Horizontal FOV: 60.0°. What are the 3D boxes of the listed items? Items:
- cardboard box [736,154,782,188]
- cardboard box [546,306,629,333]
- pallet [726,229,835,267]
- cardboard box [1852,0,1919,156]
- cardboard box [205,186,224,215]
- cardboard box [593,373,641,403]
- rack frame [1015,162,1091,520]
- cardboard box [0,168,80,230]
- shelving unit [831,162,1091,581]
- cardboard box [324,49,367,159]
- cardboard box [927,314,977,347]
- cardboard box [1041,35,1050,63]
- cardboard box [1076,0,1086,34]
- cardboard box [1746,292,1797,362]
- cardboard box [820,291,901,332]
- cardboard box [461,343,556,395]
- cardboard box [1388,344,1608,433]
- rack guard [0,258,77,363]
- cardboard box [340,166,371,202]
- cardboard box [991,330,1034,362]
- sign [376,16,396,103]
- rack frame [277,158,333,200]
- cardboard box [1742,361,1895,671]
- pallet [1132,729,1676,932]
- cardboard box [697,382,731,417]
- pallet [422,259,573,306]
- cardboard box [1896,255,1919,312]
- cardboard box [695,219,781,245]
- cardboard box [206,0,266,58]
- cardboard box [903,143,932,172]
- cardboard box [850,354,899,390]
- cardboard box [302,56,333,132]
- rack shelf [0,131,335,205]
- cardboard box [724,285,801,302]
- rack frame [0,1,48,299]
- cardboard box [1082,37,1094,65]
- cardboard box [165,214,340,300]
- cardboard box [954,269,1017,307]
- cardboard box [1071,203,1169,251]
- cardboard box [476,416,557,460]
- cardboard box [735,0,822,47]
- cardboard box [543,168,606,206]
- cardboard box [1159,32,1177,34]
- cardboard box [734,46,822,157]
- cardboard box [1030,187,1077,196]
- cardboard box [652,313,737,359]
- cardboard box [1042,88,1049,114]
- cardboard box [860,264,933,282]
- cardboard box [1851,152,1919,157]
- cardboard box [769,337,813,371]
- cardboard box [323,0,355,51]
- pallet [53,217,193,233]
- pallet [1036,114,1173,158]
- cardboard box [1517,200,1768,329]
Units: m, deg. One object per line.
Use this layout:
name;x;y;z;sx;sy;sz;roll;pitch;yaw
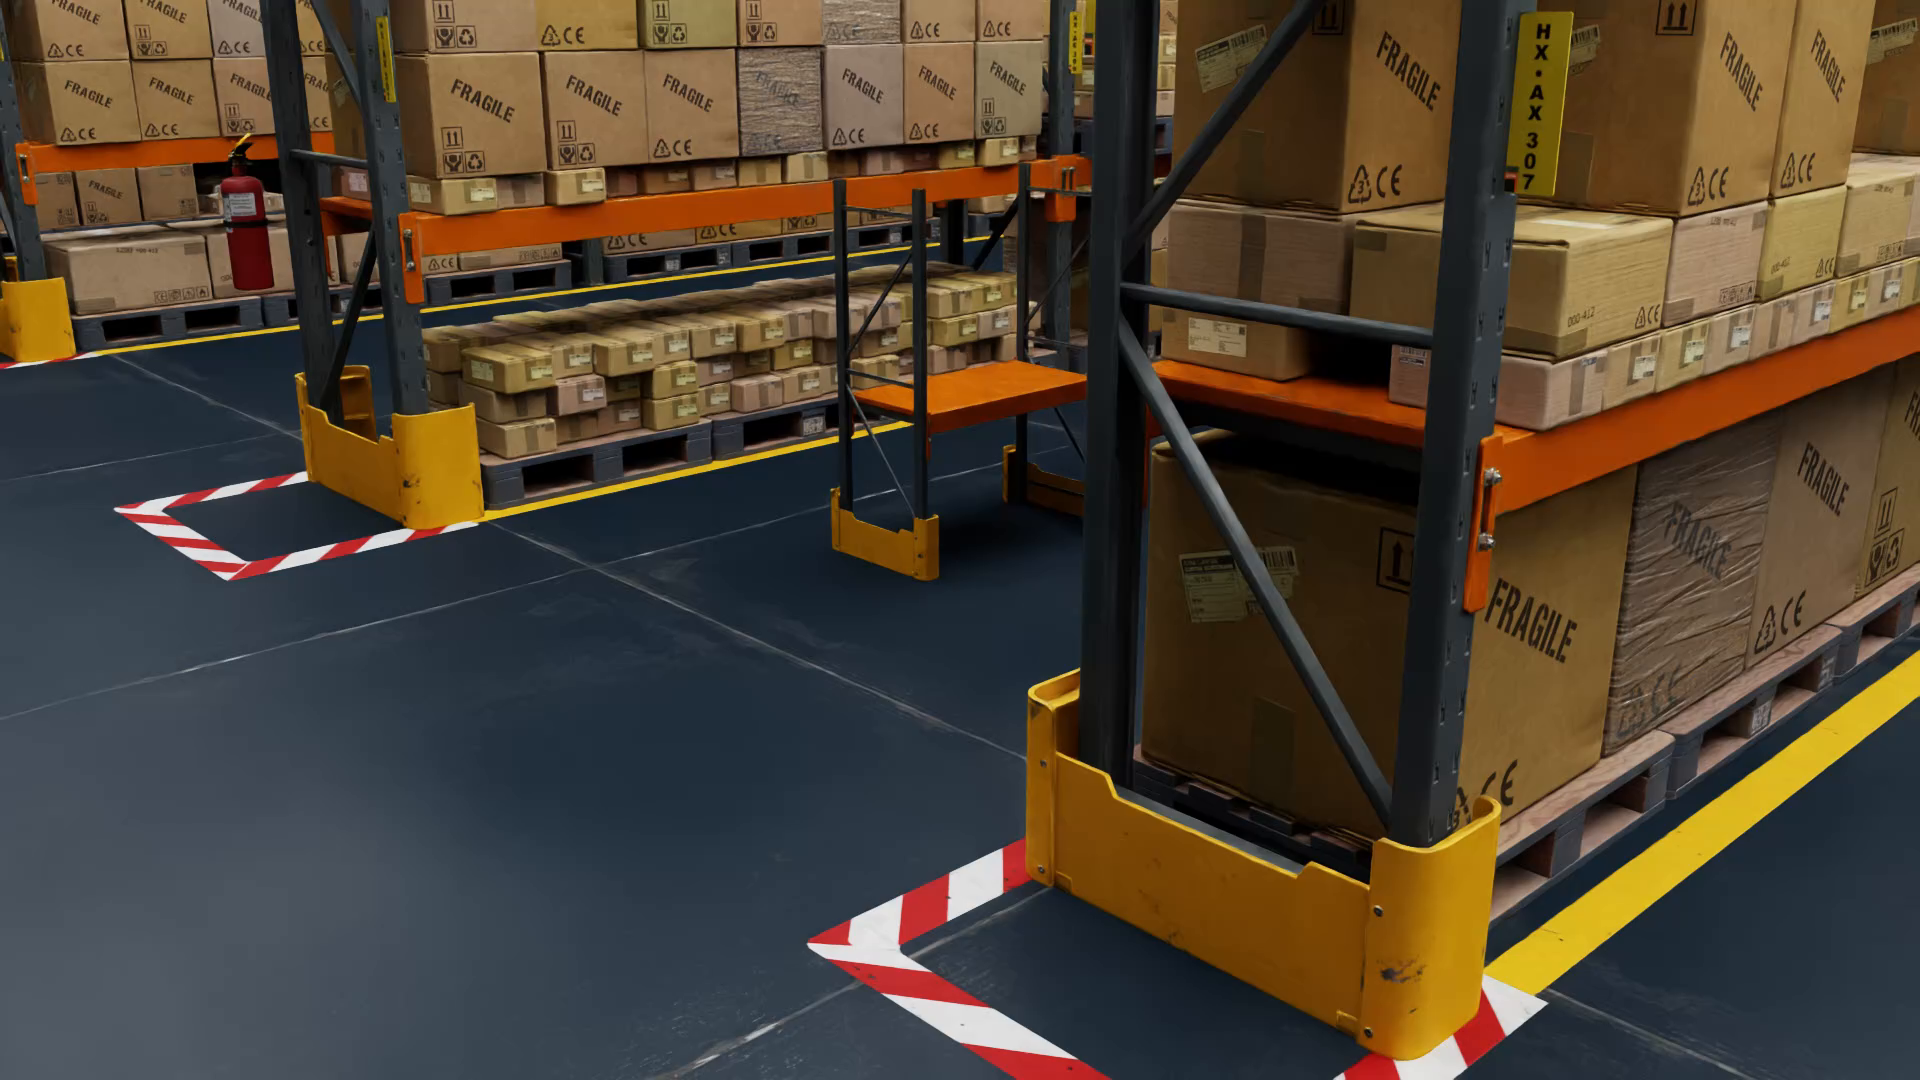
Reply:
cardboard box;-1.088;-1.829;8.169;0.250;0.149;0.380;-15;23;-39
cardboard box;-1.882;-1.071;8.402;0.380;0.149;0.250;17;24;42
pallet;-1.819;-2.660;14.848;1.213;0.211;1.003;-16;24;-41
cardboard box;3.076;-1.490;5.262;0.500;0.500;0.500;-16;24;-40
cardboard box;-7.090;-3.298;16.045;0.258;0.266;0.396;-15;23;-39
cardboard box;-1.735;-0.767;7.945;0.250;0.149;0.380;-16;24;-40
rack frame;0.431;-0.839;7.141;0.032;1.500;0.500;-16;24;-41
cardboard box;-8.377;-3.102;15.061;0.500;0.500;0.700;-15;23;-39
shelving unit;0.055;-0.730;6.803;1.083;1.500;0.587;-16;24;-41
cardboard box;-2.497;-1.953;7.501;0.500;0.500;0.500;-16;24;-40
cardboard box;-0.122;-1.185;9.235;0.380;0.149;0.250;17;24;42
cardboard box;0.417;-2.951;9.984;0.250;0.149;0.380;-15;23;-38
cardboard box;0.932;-5.053;16.379;0.500;0.500;0.500;-16;24;-40
cardboard box;1.917;-0.578;4.311;0.250;0.149;0.380;-17;24;-42
cardboard box;-0.530;-1.219;8.857;0.380;0.149;0.250;16;24;41
cardboard box;-2.033;-0.773;7.481;0.380;0.149;0.250;17;24;41
cardboard box;1.172;-0.360;3.639;0.250;0.149;0.380;-16;24;-40
rack guard;-6.139;-1.505;10.815;0.348;0.500;1.175;-16;24;-41
cardboard box;-2.604;-1.624;7.537;0.250;0.149;0.380;-16;24;-41
cardboard box;0.208;-1.143;9.588;0.250;0.149;0.380;-16;24;-40
sign;-2.274;-1.901;6.582;0.005;0.325;0.100;-16;24;-41
rack frame;-6.628;-4.658;16.488;0.127;3.000;1.000;-16;24;-41
cardboard box;2.405;-0.202;5.509;0.875;0.875;0.875;-16;24;-41
pallet;1.214;0.661;4.603;1.213;0.211;1.003;-16;24;-41
cardboard box;-1.356;-0.727;8.305;0.250;0.149;0.380;-16;24;-41
pallet;-3.821;-2.077;13.047;1.213;0.211;1.003;-16;24;-41
cardboard box;2.664;-0.796;4.983;0.250;0.149;0.380;-17;24;-42
cardboard box;-2.168;-3.078;14.379;0.875;0.875;0.875;-15;23;-39
cardboard box;-4.838;-3.482;11.077;0.500;0.500;0.500;-16;24;-41
cardboard box;-0.369;-2.065;8.897;0.380;0.149;0.250;17;25;42
cardboard box;-0.544;-0.924;8.911;0.250;0.149;0.380;-16;24;-41
cardboard box;-4.493;-3.111;11.554;0.500;0.500;0.500;-15;23;-39
rack shelf;-4.668;-2.781;11.864;4.000;0.370;1.077;-16;24;-41
cardboard box;-1.080;-1.277;9.036;0.380;0.149;0.250;17;24;42
rack frame;-6.121;-2.699;10.446;0.127;3.000;1.000;-16;24;-41
cardboard box;0.862;-2.802;9.526;0.250;0.149;0.380;-15;23;-38
cardboard box;-5.051;-2.038;11.880;0.875;0.438;0.875;-15;24;-39
cardboard box;0.180;-1.452;9.575;0.250;0.149;0.380;-15;23;-39
cardboard box;0.978;-1.923;10.210;0.500;0.250;0.500;17;24;41
cardboard box;-2.047;-0.494;7.586;0.250;0.149;0.380;-16;24;-40
cardboard box;-1.015;-2.634;7.979;0.500;0.500;0.500;17;25;42
cardboard box;-1.798;-1.595;7.448;0.380;0.149;0.250;17;25;42
cardboard box;1.364;-3.227;10.835;0.380;0.149;0.250;17;24;41
cardboard box;-1.029;-2.163;8.148;0.500;0.500;0.500;-17;25;-42
cardboard box;0.639;-3.620;16.865;0.625;0.372;0.950;-17;24;-42
cardboard box;-1.313;-1.010;8.215;0.250;0.149;0.380;-15;23;-39
cardboard box;0.412;-2.667;10.075;0.250;0.149;0.380;-17;25;-42
cardboard box;-0.374;-1.514;9.767;0.250;0.149;0.380;-15;23;-38
cardboard box;3.079;-1.133;5.378;0.500;0.250;0.500;-15;23;-39
cardboard box;-0.975;-0.996;8.653;0.250;0.149;0.380;-15;23;-38
cardboard box;-2.486;-2.429;7.346;0.500;0.500;0.500;-17;24;-42
pallet;-8.014;-2.926;15.669;1.213;0.211;1.003;-16;24;-41
pallet;0.915;-2.497;10.133;1.213;0.211;1.003;-16;24;-41
cardboard box;1.595;-0.701;4.045;0.500;0.250;0.500;-17;24;-41
